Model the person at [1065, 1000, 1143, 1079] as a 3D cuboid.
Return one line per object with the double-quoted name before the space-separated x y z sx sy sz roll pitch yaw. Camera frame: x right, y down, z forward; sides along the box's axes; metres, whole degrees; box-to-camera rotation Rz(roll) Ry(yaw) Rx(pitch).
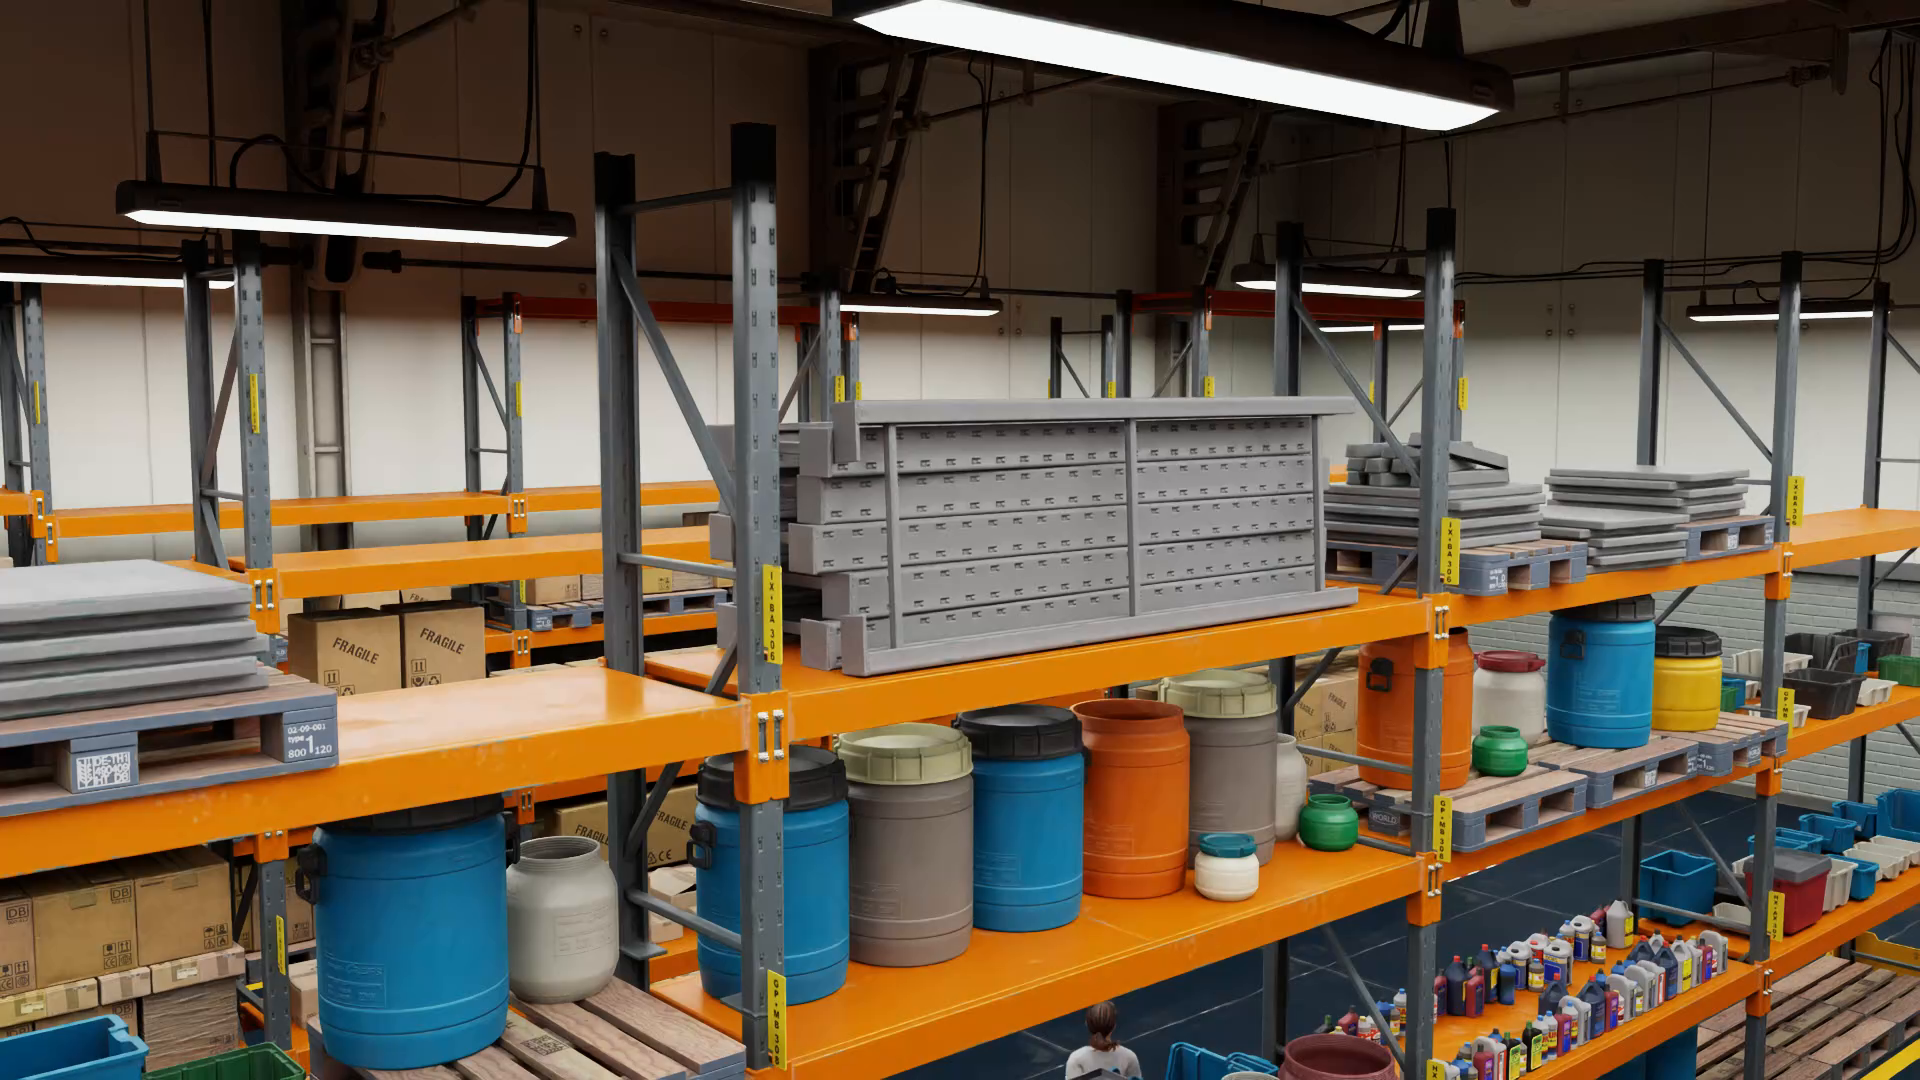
"person" 0.827 3.436 9.568 0.452 1.601 1.070 1 6 12
